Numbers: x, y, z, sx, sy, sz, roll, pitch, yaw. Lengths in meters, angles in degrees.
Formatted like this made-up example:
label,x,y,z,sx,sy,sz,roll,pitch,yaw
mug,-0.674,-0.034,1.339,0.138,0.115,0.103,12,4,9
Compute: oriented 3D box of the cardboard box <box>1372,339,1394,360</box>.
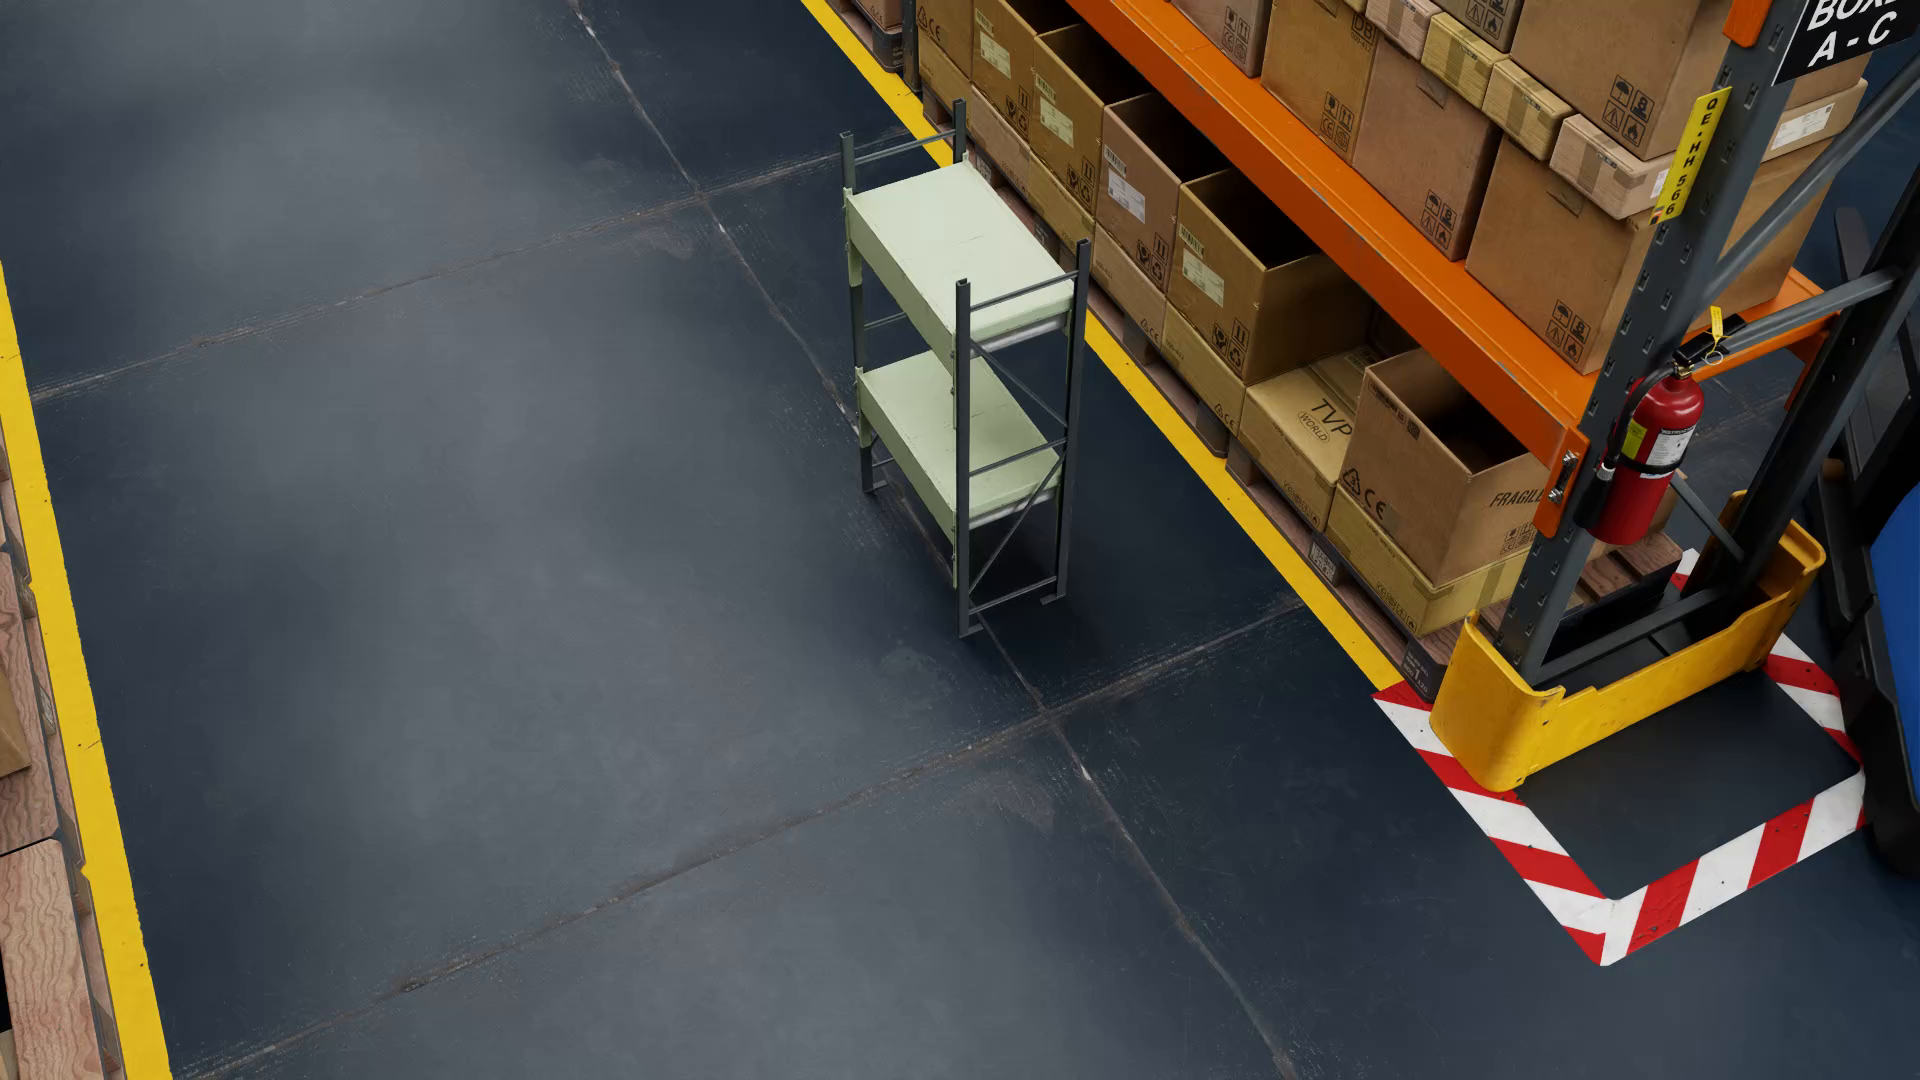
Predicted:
label,x,y,z,sx,sy,sz,roll,pitch,yaw
cardboard box,1.764,-0.534,5.772,0.500,0.250,0.500,-21,52,-18

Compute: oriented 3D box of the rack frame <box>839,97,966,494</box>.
label,x,y,z,sx,sy,sz,roll,pitch,yaw
rack frame,-0.164,-0.734,5.396,0.400,1.500,0.023,-21,52,-18

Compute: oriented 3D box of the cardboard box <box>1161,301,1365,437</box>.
label,x,y,z,sx,sy,sz,roll,pitch,yaw
cardboard box,1.066,-0.687,5.906,0.500,0.250,0.500,-21,52,-18

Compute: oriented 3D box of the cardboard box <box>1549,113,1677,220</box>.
label,x,y,z,sx,sy,sz,roll,pitch,yaw
cardboard box,1.700,-0.969,4.107,0.380,0.149,0.250,-22,52,-18

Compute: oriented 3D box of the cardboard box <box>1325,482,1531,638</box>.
label,x,y,z,sx,sy,sz,roll,pitch,yaw
cardboard box,1.536,-0.022,5.324,0.500,0.250,0.500,-21,52,-18

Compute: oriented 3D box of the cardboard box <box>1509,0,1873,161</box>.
label,x,y,z,sx,sy,sz,roll,pitch,yaw
cardboard box,1.817,-1.344,4.005,0.700,0.500,0.500,-21,52,-17

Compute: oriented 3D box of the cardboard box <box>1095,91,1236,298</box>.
label,x,y,z,sx,sy,sz,roll,pitch,yaw
cardboard box,0.836,-1.268,5.916,0.500,0.500,0.500,-21,52,-18

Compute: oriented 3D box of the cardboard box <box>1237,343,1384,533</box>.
label,x,y,z,sx,sy,sz,roll,pitch,yaw
cardboard box,1.296,-0.353,5.614,0.500,0.250,0.500,-21,52,-18

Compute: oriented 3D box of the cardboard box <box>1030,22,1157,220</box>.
label,x,y,z,sx,sy,sz,roll,pitch,yaw
cardboard box,0.605,-1.602,6.208,0.500,0.500,0.500,-21,52,-18

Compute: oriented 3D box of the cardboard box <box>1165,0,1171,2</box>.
label,x,y,z,sx,sy,sz,roll,pitch,yaw
cardboard box,0.895,-2.259,5.667,0.700,0.500,0.500,-20,52,-17

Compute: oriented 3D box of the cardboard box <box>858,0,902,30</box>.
label,x,y,z,sx,sy,sz,roll,pitch,yaw
cardboard box,-0.234,-2.620,7.596,0.500,0.250,0.500,-22,52,-18

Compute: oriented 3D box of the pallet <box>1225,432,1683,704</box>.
label,x,y,z,sx,sy,sz,roll,pitch,yaw
pallet,1.657,-0.112,5.707,1.003,0.211,1.213,-21,52,-18

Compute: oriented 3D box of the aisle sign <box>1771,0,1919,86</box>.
label,x,y,z,sx,sy,sz,roll,pitch,yaw
aisle sign,1.813,-1.243,3.117,0.394,0.787,0.004,-21,52,-18

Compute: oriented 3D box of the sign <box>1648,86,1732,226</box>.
label,x,y,z,sx,sy,sz,roll,pitch,yaw
sign,1.555,-0.814,3.542,0.100,0.325,0.005,-21,52,-18

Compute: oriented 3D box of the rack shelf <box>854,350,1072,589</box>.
label,x,y,z,sx,sy,sz,roll,pitch,yaw
rack shelf,0.003,-0.275,5.427,0.431,0.370,0.720,-21,52,-18

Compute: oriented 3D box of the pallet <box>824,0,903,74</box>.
label,x,y,z,sx,sy,sz,roll,pitch,yaw
pallet,-0.158,-2.771,8.033,1.003,0.211,1.213,-21,52,-18

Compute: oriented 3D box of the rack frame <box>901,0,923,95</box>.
label,x,y,z,sx,sy,sz,roll,pitch,yaw
rack frame,0.213,-3.209,6.564,1.000,3.000,0.127,-21,52,-18

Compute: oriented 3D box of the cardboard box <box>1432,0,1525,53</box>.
label,x,y,z,sx,sy,sz,roll,pitch,yaw
cardboard box,1.572,-1.695,4.311,0.700,0.500,0.500,-22,53,-18

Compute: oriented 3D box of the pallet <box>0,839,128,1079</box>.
label,x,y,z,sx,sy,sz,roll,pitch,yaw
pallet,-2.734,1.488,4.308,1.003,0.211,1.213,-21,52,-18

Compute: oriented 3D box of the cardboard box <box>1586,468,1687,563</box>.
label,x,y,z,sx,sy,sz,roll,pitch,yaw
cardboard box,1.996,-0.201,5.480,0.500,0.250,0.500,-21,52,-18

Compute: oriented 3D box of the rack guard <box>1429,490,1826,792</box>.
label,x,y,z,sx,sy,sz,roll,pitch,yaw
rack guard,2.055,0.307,5.149,1.175,0.500,0.348,-21,52,-18

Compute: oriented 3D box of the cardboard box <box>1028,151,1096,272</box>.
label,x,y,z,sx,sy,sz,roll,pitch,yaw
cardboard box,0.605,-1.355,6.490,0.500,0.250,0.500,-21,52,-18

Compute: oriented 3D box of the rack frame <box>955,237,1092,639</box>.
label,x,y,z,sx,sy,sz,roll,pitch,yaw
rack frame,0.171,-0.244,4.967,0.400,1.500,0.023,-21,52,-18

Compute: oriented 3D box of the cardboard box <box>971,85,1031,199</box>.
label,x,y,z,sx,sy,sz,roll,pitch,yaw
cardboard box,0.380,-1.691,6.784,0.500,0.250,0.500,-21,52,-18

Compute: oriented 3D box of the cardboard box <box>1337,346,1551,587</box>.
label,x,y,z,sx,sy,sz,roll,pitch,yaw
cardboard box,1.534,-0.268,5.042,0.500,0.500,0.500,-21,52,-18

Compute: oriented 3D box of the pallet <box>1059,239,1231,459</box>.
label,x,y,z,sx,sy,sz,roll,pitch,yaw
pallet,1.102,-0.927,6.420,1.003,0.211,1.213,-21,52,-18

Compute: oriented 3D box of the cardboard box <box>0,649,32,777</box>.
label,x,y,z,sx,sy,sz,roll,pitch,yaw
cardboard box,-3.148,0.471,4.714,0.700,0.500,0.500,-24,53,-20

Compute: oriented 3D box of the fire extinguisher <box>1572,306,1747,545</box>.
label,x,y,z,sx,sy,sz,roll,pitch,yaw
fire extinguisher,1.685,-0.268,4.043,0.296,0.674,0.183,-21,52,-18

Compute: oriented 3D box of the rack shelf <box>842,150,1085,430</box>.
label,x,y,z,sx,sy,sz,roll,pitch,yaw
rack shelf,0.003,-0.746,4.888,0.431,0.370,0.720,-21,52,-18

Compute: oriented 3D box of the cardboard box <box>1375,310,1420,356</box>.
label,x,y,z,sx,sy,sz,roll,pitch,yaw
cardboard box,1.766,-0.782,5.490,0.500,0.500,0.500,-21,52,-18

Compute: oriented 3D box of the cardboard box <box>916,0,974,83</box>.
label,x,y,z,sx,sy,sz,roll,pitch,yaw
cardboard box,0.147,-2.271,6.793,0.500,0.500,0.500,-21,52,-18

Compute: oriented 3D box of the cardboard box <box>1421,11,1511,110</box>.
label,x,y,z,sx,sy,sz,roll,pitch,yaw
cardboard box,1.461,-1.314,4.410,0.380,0.149,0.250,-22,52,-18

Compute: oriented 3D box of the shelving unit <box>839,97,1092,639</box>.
label,x,y,z,sx,sy,sz,roll,pitch,yaw
shelving unit,0.003,-0.489,5.182,0.431,1.500,0.755,-21,52,-18

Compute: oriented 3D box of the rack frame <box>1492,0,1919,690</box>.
label,x,y,z,sx,sy,sz,roll,pitch,yaw
rack frame,2.044,-0.532,4.223,1.000,3.000,0.127,-21,52,-18

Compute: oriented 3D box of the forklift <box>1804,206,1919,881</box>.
label,x,y,z,sx,sy,sz,roll,pitch,yaw
forklift,3.499,-0.982,4.662,1.130,2.935,3.031,9,49,8

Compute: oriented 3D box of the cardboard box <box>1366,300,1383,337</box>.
label,x,y,z,sx,sy,sz,roll,pitch,yaw
cardboard box,1.525,-1.112,5.779,0.500,0.500,0.500,-21,52,-18

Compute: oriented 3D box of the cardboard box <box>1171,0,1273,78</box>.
label,x,y,z,sx,sy,sz,roll,pitch,yaw
cardboard box,1.131,-1.917,5.368,0.700,0.500,0.500,-20,52,-16

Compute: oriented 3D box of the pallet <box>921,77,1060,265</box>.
label,x,y,z,sx,sy,sz,roll,pitch,yaw
pallet,0.540,-1.745,7.136,1.003,0.211,1.213,-21,52,-18

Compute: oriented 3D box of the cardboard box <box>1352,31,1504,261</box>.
label,x,y,z,sx,sy,sz,roll,pitch,yaw
cardboard box,1.597,-1.232,4.768,0.700,0.500,0.500,-20,52,-17

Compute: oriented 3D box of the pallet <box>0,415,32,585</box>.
label,x,y,z,sx,sy,sz,roll,pitch,yaw
pallet,-3.851,-0.145,5.737,1.003,0.211,1.213,-21,52,-18

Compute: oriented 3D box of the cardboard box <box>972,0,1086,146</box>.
label,x,y,z,sx,sy,sz,roll,pitch,yaw
cardboard box,0.383,-1.939,6.503,0.500,0.500,0.500,-21,52,-18

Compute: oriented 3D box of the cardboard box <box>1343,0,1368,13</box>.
label,x,y,z,sx,sy,sz,roll,pitch,yaw
cardboard box,1.228,-1.659,4.711,0.380,0.149,0.250,-20,52,-16

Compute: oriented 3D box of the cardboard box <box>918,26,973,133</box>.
label,x,y,z,sx,sy,sz,roll,pitch,yaw
cardboard box,0.156,-2.027,7.078,0.500,0.250,0.500,-21,52,-18

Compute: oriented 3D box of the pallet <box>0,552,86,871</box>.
label,x,y,z,sx,sy,sz,roll,pitch,yaw
pallet,-3.288,0.672,5.022,1.003,0.211,1.213,-21,52,-18

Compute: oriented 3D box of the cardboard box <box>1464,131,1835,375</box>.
label,x,y,z,sx,sy,sz,roll,pitch,yaw
cardboard box,1.842,-0.882,4.462,0.700,0.500,0.500,-21,52,-18

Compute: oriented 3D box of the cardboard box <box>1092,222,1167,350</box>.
label,x,y,z,sx,sy,sz,roll,pitch,yaw
cardboard box,0.839,-1.022,6.199,0.500,0.250,0.500,-21,52,-18

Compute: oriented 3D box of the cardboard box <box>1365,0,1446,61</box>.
label,x,y,z,sx,sy,sz,roll,pitch,yaw
cardboard box,1.348,-1.484,4.557,0.380,0.149,0.250,-21,52,-17

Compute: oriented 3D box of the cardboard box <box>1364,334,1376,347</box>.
label,x,y,z,sx,sy,sz,roll,pitch,yaw
cardboard box,1.536,-0.869,6.065,0.500,0.250,0.500,-21,52,-18

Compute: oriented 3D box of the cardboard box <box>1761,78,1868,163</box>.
label,x,y,z,sx,sy,sz,roll,pitch,yaw
cardboard box,2.056,-1.115,4.235,0.380,0.149,0.250,-22,52,-18

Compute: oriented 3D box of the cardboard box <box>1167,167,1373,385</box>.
label,x,y,z,sx,sy,sz,roll,pitch,yaw
cardboard box,1.063,-0.933,5.623,0.500,0.500,0.500,-21,52,-18

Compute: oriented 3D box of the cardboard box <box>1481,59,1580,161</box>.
label,x,y,z,sx,sy,sz,roll,pitch,yaw
cardboard box,1.579,-1.143,4.260,0.380,0.149,0.250,-20,52,-17

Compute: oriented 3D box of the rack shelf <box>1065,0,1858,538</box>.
label,x,y,z,sx,sy,sz,roll,pitch,yaw
rack shelf,1.129,-1.634,5.664,1.077,0.370,4.000,-21,52,-18

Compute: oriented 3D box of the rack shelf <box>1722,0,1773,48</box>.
label,x,y,z,sx,sy,sz,roll,pitch,yaw
rack shelf,1.129,-2.621,4.535,1.077,0.370,4.000,-21,52,-18

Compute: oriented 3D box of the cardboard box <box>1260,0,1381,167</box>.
label,x,y,z,sx,sy,sz,roll,pitch,yaw
cardboard box,1.375,-1.566,5.060,0.700,0.500,0.500,-21,52,-17
